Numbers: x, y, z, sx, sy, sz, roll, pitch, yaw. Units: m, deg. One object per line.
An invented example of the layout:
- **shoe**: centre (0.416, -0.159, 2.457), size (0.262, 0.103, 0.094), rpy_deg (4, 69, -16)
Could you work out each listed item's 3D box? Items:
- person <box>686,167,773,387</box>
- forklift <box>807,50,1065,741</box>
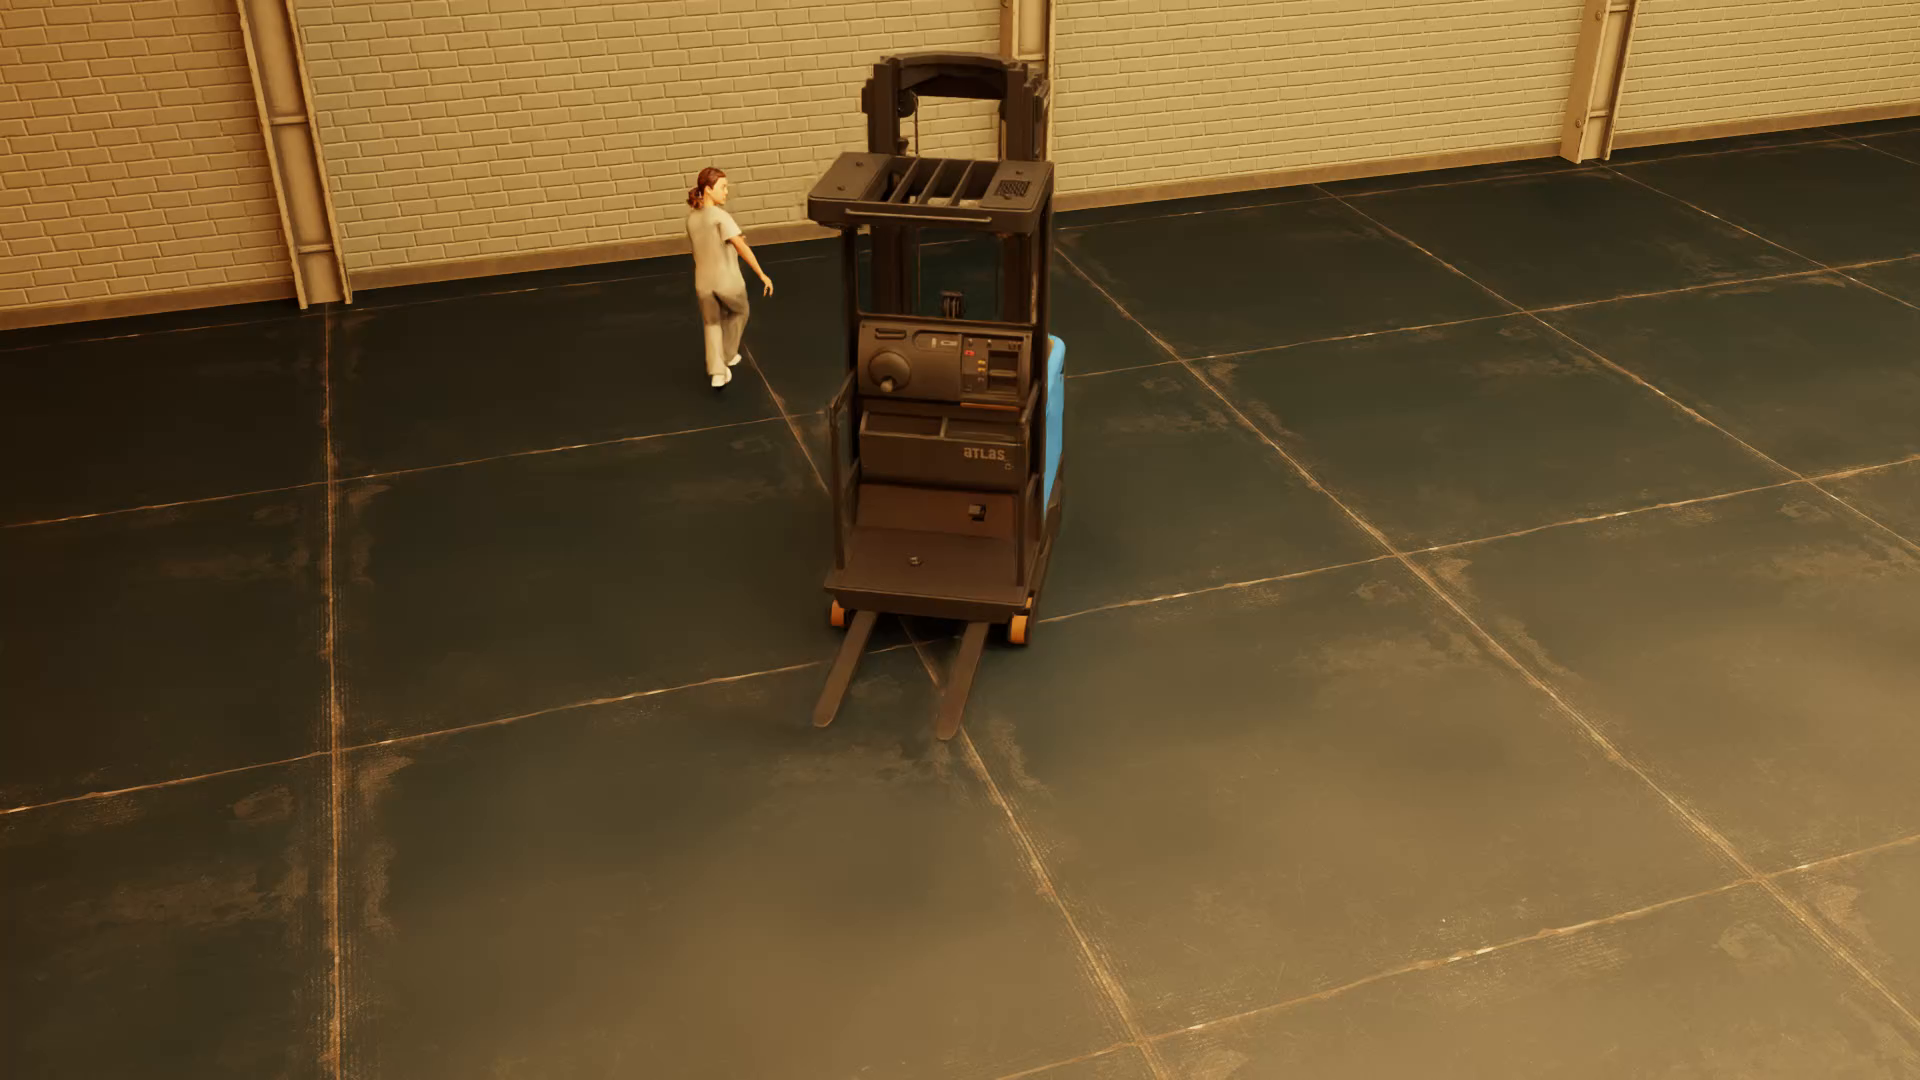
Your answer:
- **person**: centre (-1.584, -1.846, 11.716), size (0.734, 1.549, 0.795), rpy_deg (9, 31, 15)
- **forklift**: centre (-0.118, -0.896, 8.645), size (1.130, 2.935, 3.031), rpy_deg (5, 30, 9)
